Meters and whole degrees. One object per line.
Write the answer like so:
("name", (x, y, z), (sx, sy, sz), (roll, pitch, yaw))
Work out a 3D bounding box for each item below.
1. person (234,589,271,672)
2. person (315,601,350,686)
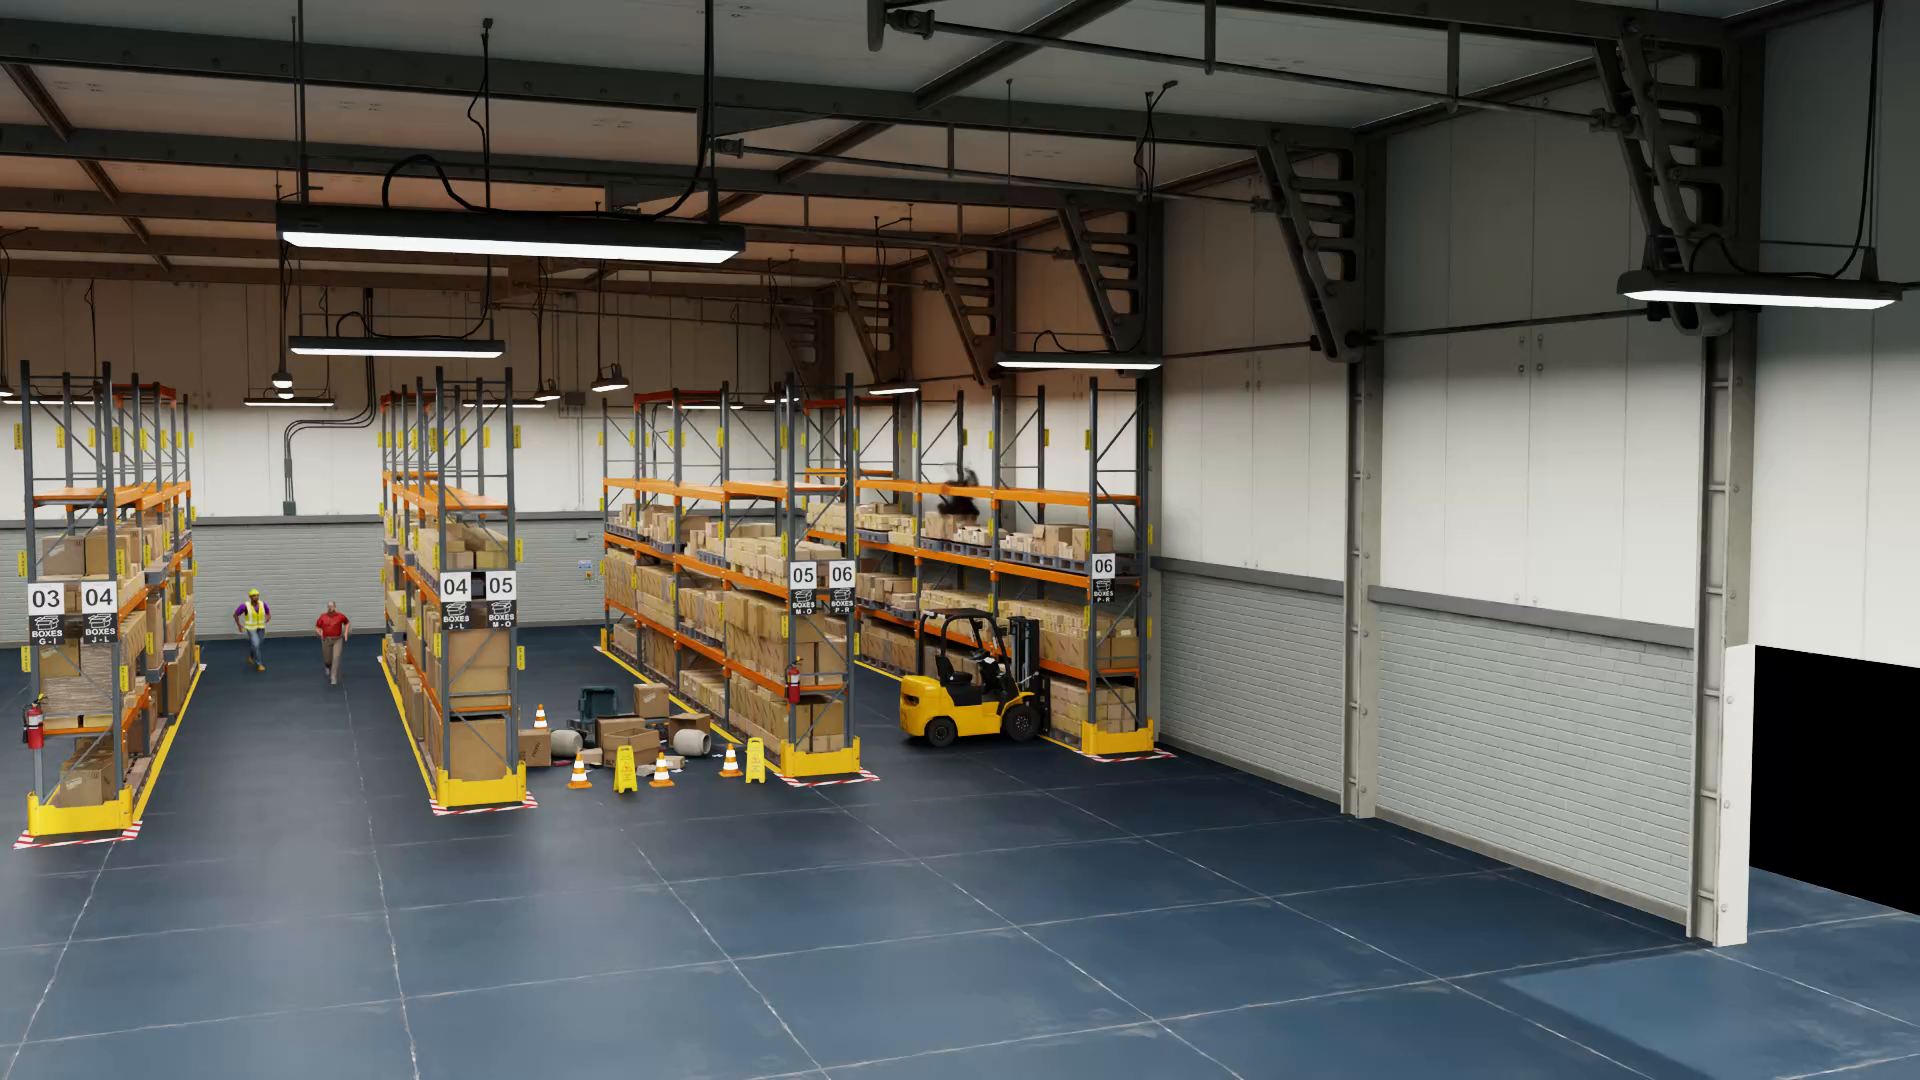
("person", (-15.375, 1.950, 36.243), (0.880, 1.760, 0.741), (3, 5, 41))
("person", (-12.880, 2.107, 34.164), (0.678, 1.689, 0.917), (-1, 4, -19))
